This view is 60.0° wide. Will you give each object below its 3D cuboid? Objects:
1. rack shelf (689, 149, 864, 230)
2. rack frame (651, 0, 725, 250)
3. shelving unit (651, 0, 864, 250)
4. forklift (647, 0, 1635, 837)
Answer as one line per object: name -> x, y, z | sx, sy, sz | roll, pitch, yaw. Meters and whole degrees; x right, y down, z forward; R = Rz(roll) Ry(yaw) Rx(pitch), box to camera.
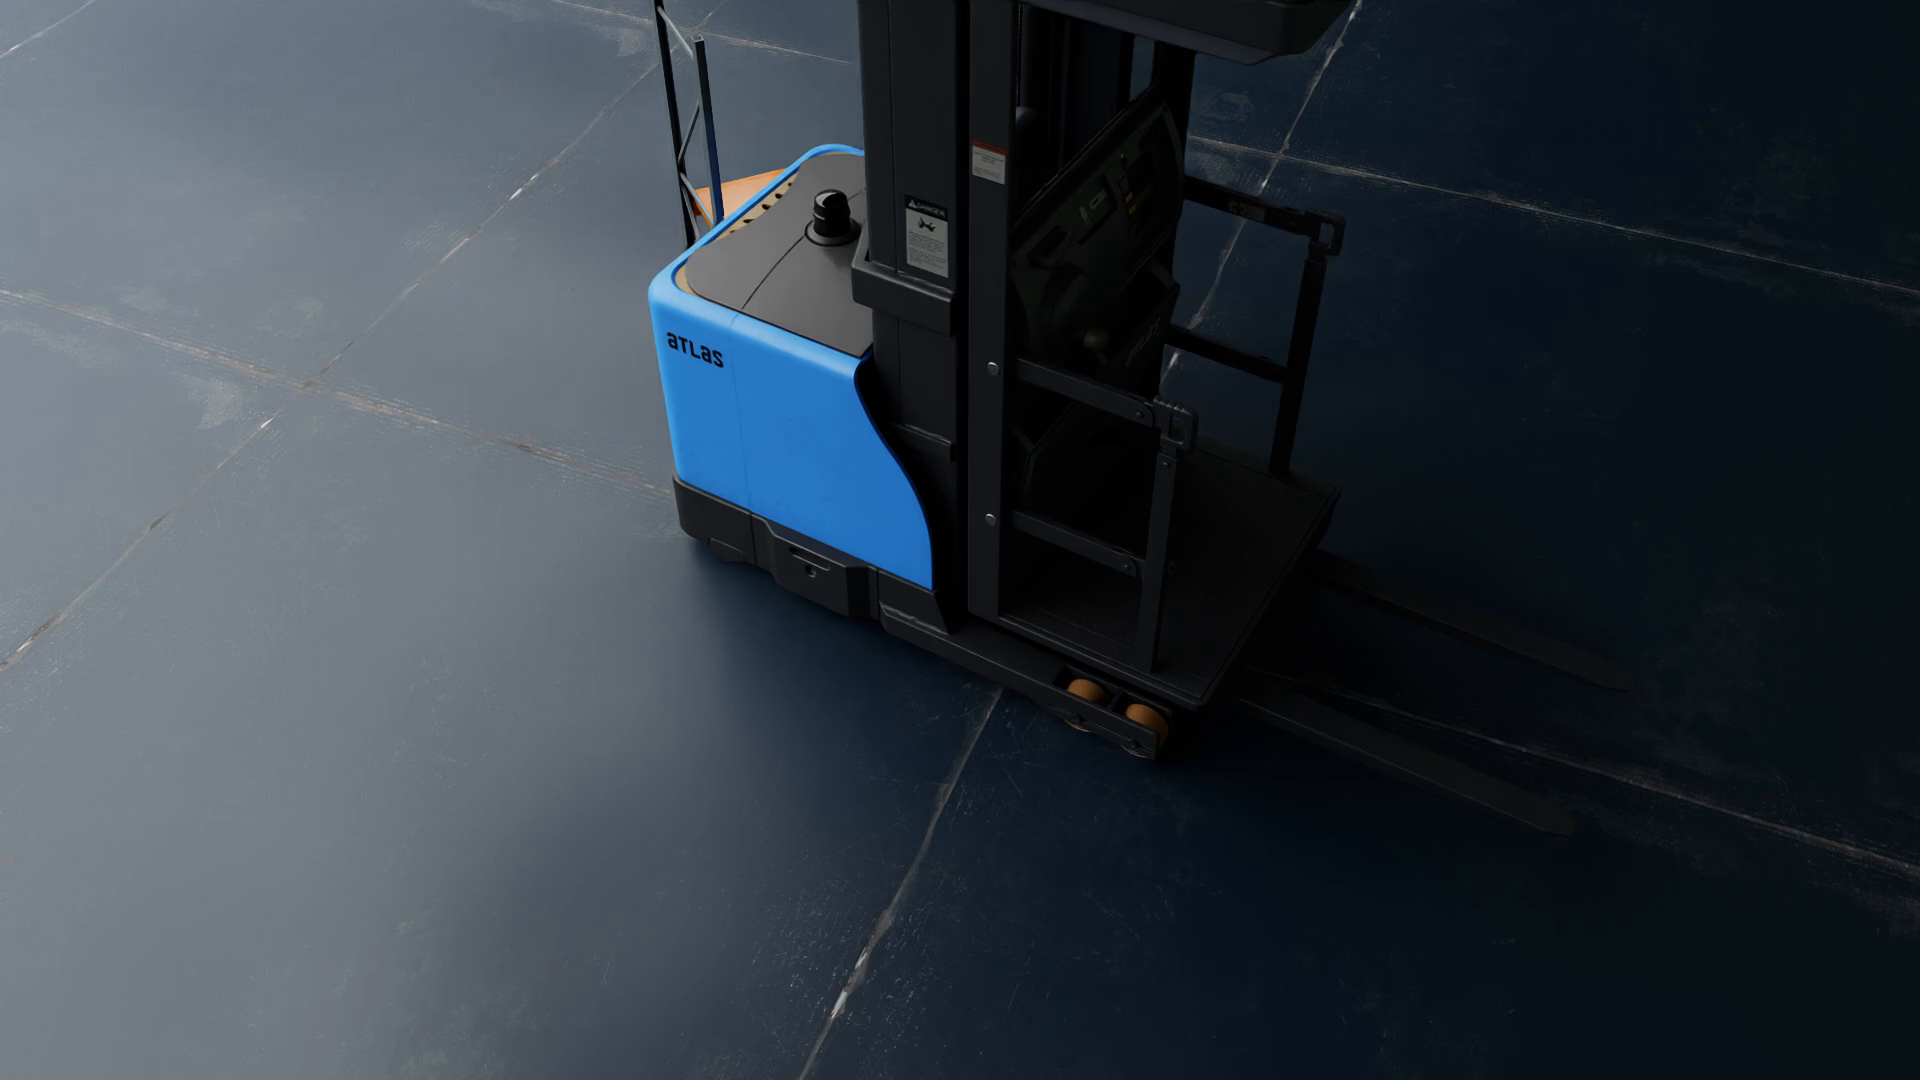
rack shelf -> -0.455, -1.207, 6.155 | 1.000, 0.185, 0.538 | -18, 48, -17
rack frame -> -0.917, -1.185, 5.878 | 0.032, 1.500, 0.500 | -18, 48, -17
shelving unit -> -0.464, -1.332, 6.025 | 1.083, 1.500, 0.587 | -18, 48, -17
forklift -> 0.565, -0.808, 4.484 | 3.031, 2.935, 1.130 | 23, 49, 21
